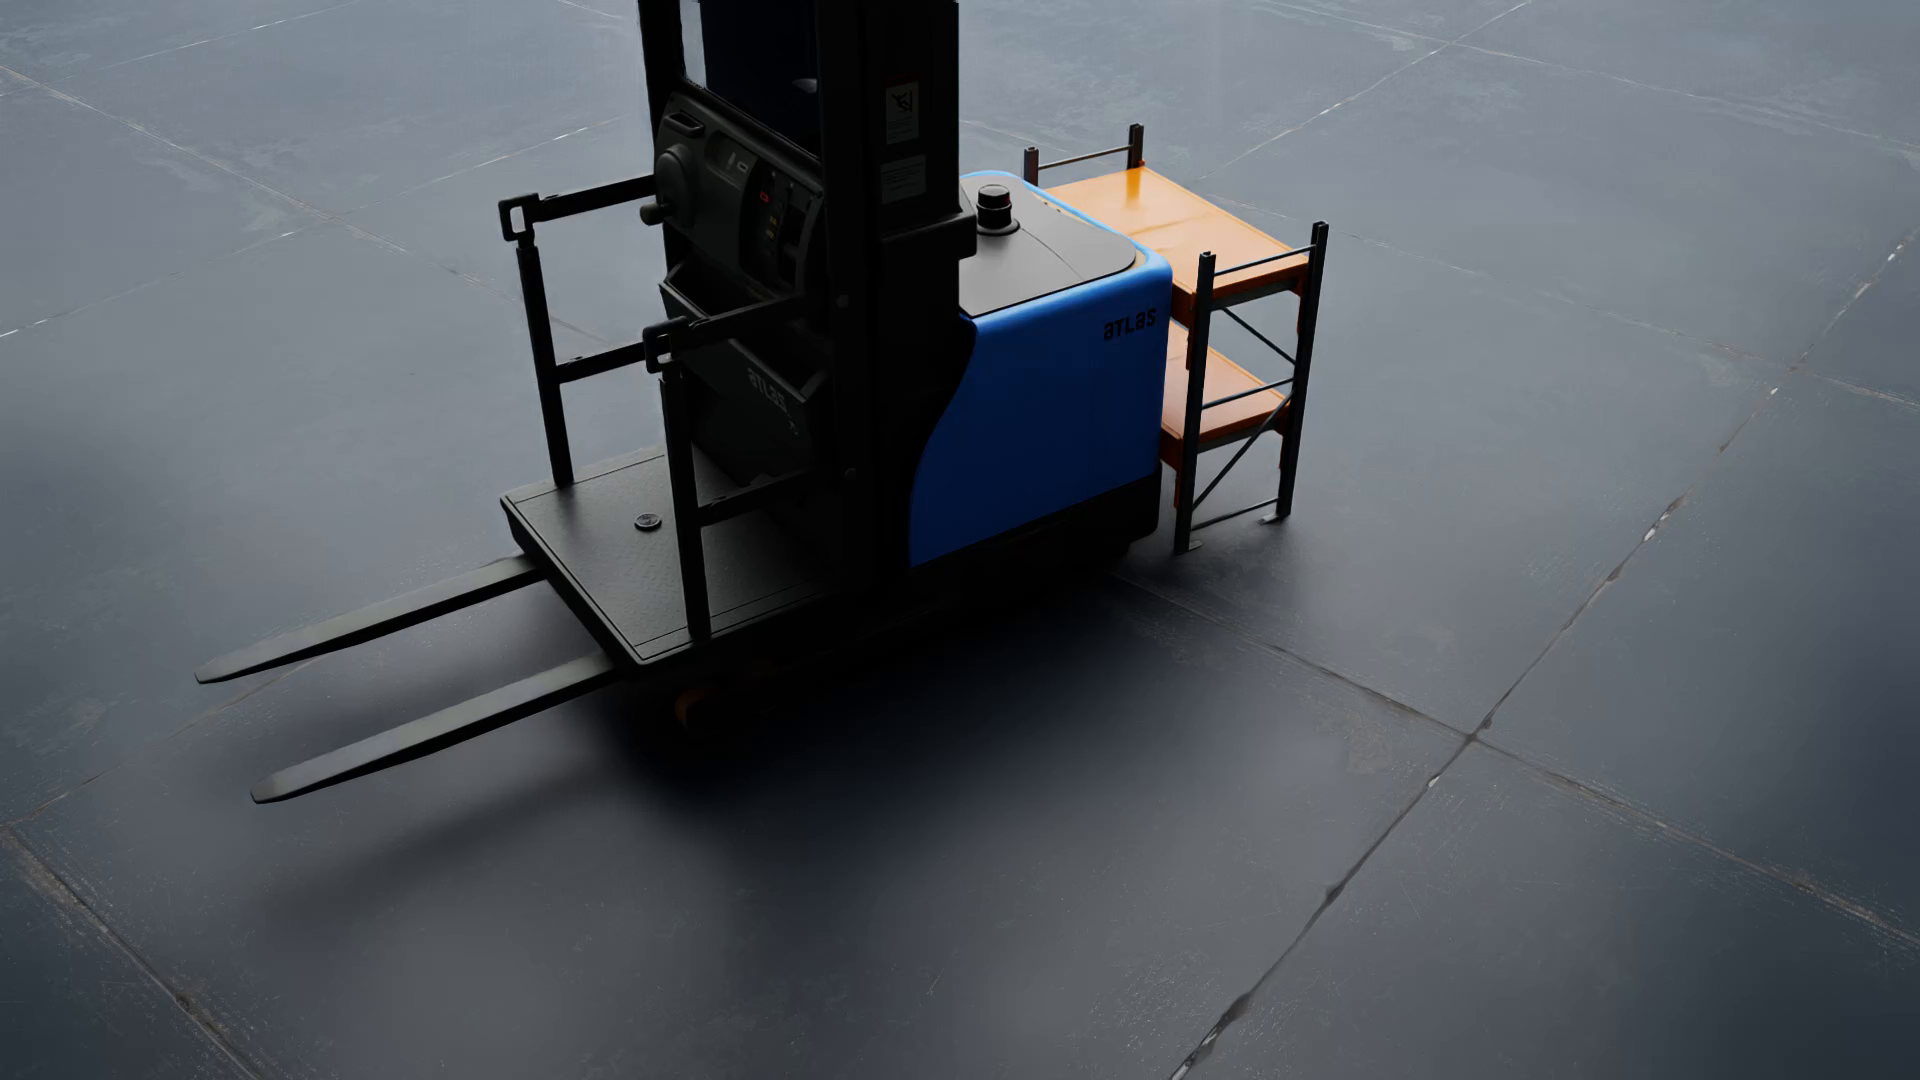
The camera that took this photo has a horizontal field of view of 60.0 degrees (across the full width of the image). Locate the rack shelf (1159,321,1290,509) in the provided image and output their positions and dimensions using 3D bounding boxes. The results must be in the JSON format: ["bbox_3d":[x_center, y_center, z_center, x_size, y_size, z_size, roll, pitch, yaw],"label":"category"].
[{"bbox_3d":[0.708,-0.537,6.075,0.538,0.278,1.000,-18,39,-25],"label":"rack shelf"}]

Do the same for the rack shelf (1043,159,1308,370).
[{"bbox_3d":[0.708,-0.980,5.770,0.538,0.278,1.000,-18,39,-25],"label":"rack shelf"}]

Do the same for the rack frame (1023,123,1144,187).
[{"bbox_3d":[0.449,-0.986,6.297,0.500,1.125,0.032,-18,39,-25],"label":"rack frame"}]

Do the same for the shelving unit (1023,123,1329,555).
[{"bbox_3d":[0.708,-0.738,5.936,0.538,1.125,1.048,-18,39,-25],"label":"shelving unit"}]

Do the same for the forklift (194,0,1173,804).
[{"bbox_3d":[-0.814,-0.959,4.662,3.031,2.935,1.130,-21,40,-28],"label":"forklift"}]

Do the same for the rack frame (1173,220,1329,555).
[{"bbox_3d":[0.966,-0.491,5.575,0.500,1.125,0.032,-18,39,-25],"label":"rack frame"}]
